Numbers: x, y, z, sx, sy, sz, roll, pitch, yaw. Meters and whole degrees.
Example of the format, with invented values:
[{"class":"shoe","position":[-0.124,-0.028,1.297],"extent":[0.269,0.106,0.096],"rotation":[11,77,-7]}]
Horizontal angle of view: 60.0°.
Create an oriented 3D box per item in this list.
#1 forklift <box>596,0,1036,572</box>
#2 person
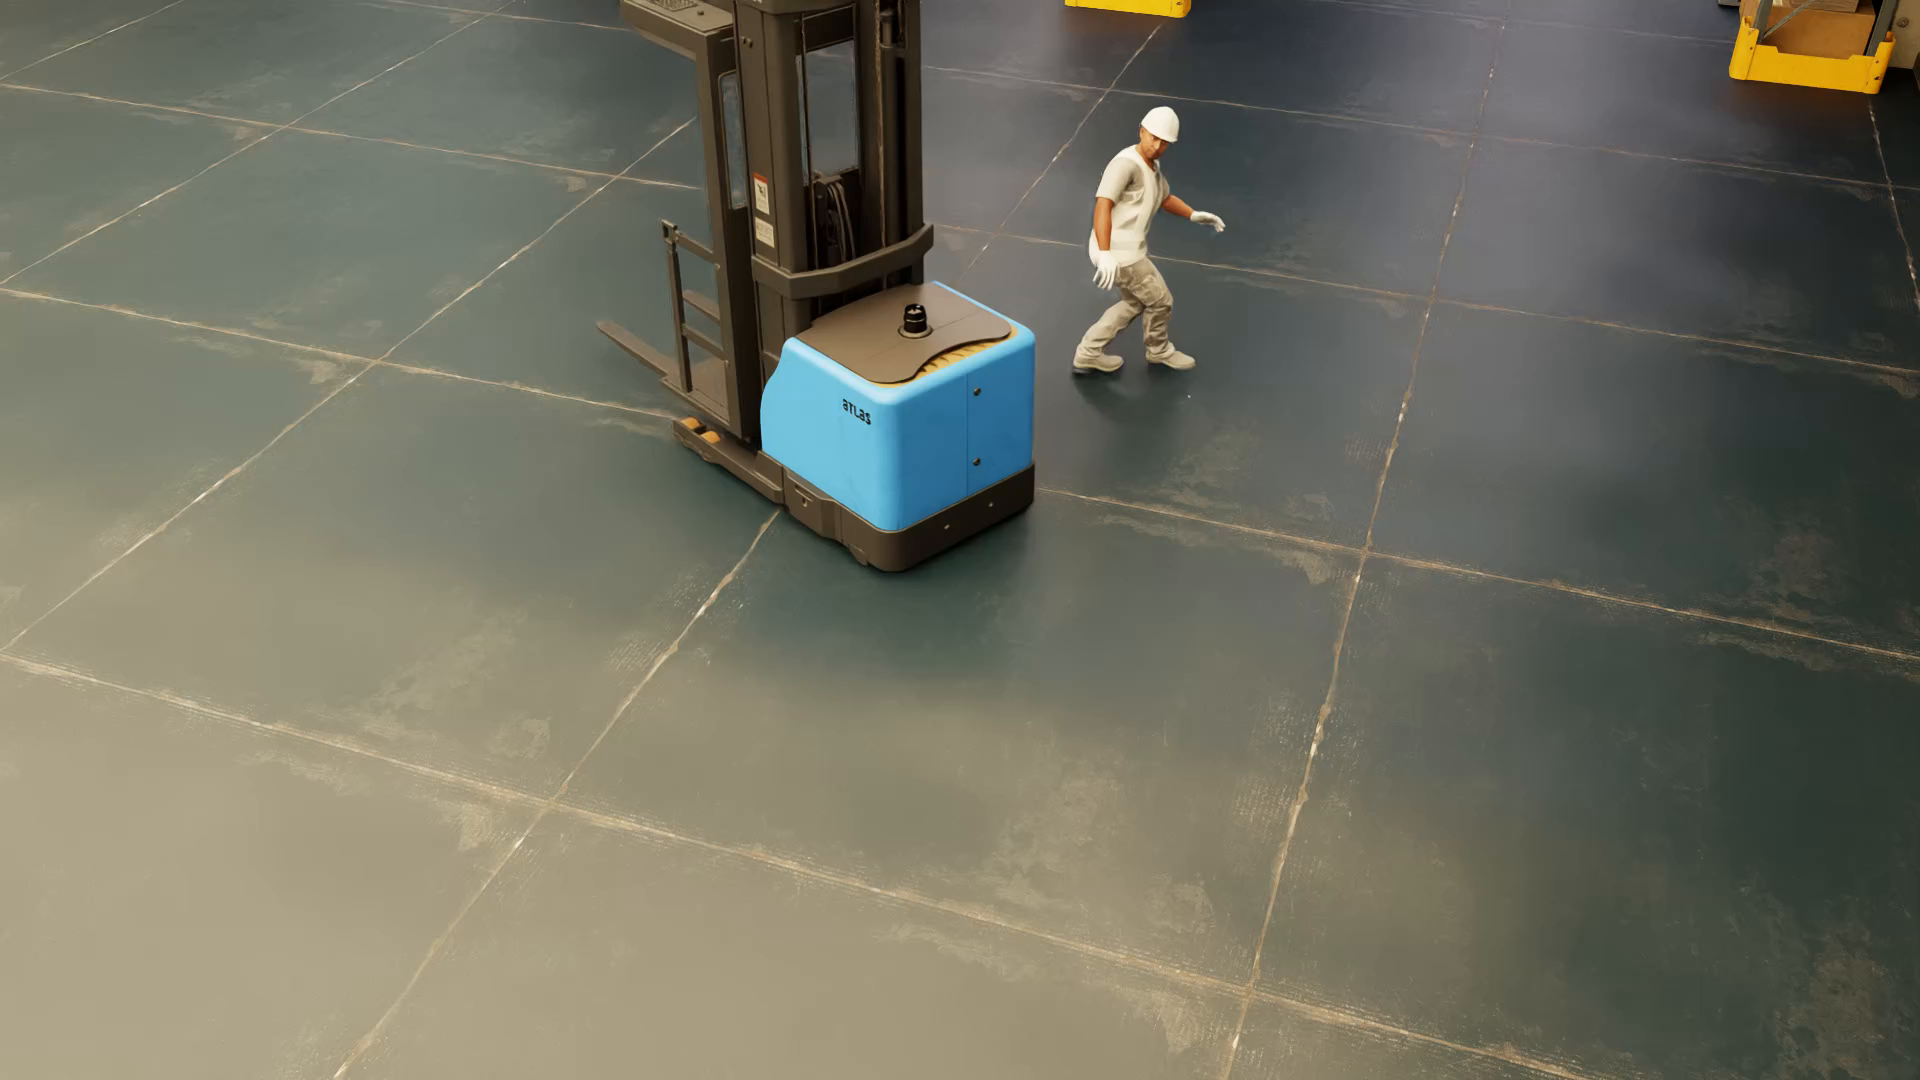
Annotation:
[{"class":"forklift","position":[3.100,-8.716,18.405],"extent":[23.089,2.935,15.463],"rotation":[-27,44,-33]},{"class":"person","position":[1.102,-1.642,9.566],"extent":[0.841,1.646,0.841],"rotation":[1,35,2]}]
